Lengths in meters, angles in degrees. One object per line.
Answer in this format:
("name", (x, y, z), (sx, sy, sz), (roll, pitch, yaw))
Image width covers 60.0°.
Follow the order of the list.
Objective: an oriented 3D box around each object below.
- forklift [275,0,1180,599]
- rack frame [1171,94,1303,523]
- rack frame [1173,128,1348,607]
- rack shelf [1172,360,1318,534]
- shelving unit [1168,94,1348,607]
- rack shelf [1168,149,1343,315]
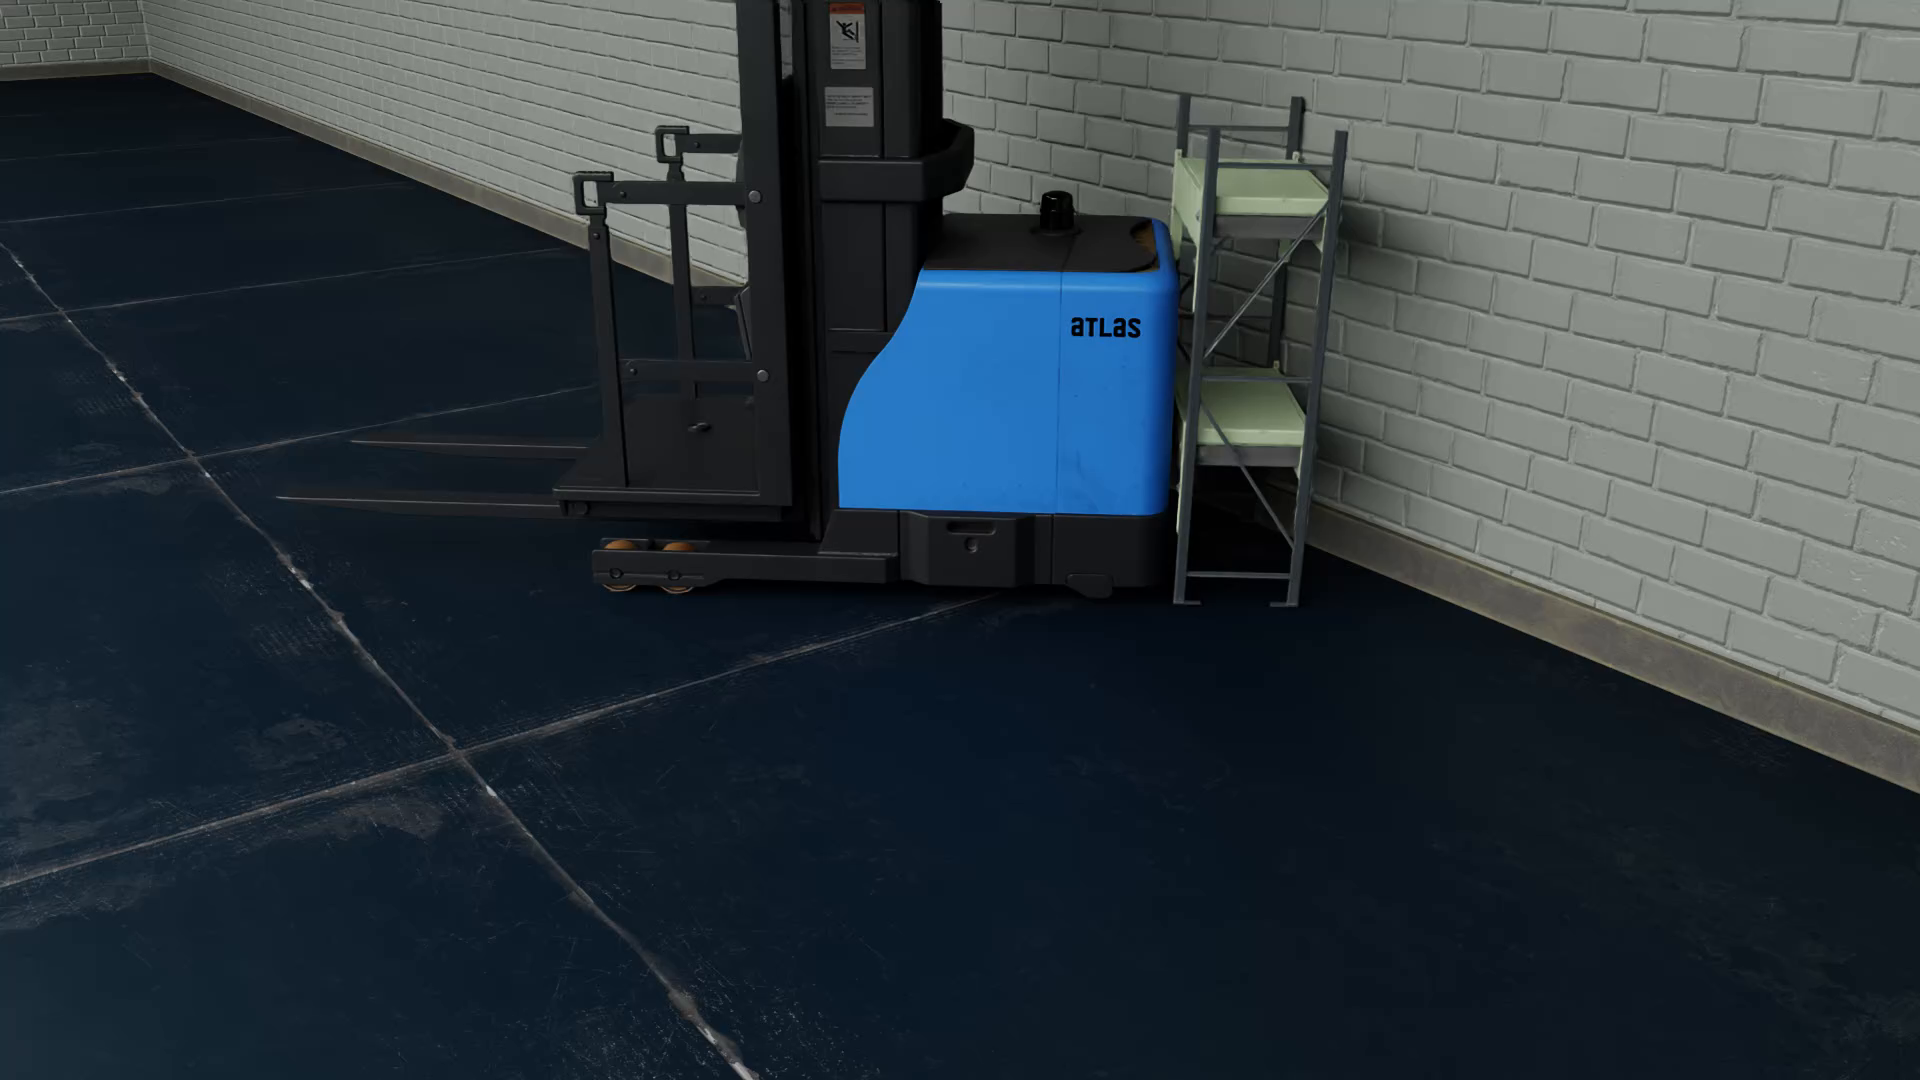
("forklift", (-0.797, -1.377, 5.393), (3.031, 2.935, 1.130), (2, 22, 4))
("rack frame", (0.909, -0.764, 5.740), (0.400, 1.500, 0.023), (1, 22, 0))
("rack frame", (0.900, -0.486, 5.063), (0.400, 1.500, 0.023), (1, 22, 0))
("rack shelf", (0.898, -0.323, 5.526), (0.431, 0.370, 0.720), (1, 22, 0))
("shelving unit", (0.904, -0.625, 5.402), (0.431, 1.500, 0.755), (1, 22, 0))
("rack shelf", (0.912, -0.986, 5.253), (0.431, 0.370, 0.720), (1, 22, 0))
